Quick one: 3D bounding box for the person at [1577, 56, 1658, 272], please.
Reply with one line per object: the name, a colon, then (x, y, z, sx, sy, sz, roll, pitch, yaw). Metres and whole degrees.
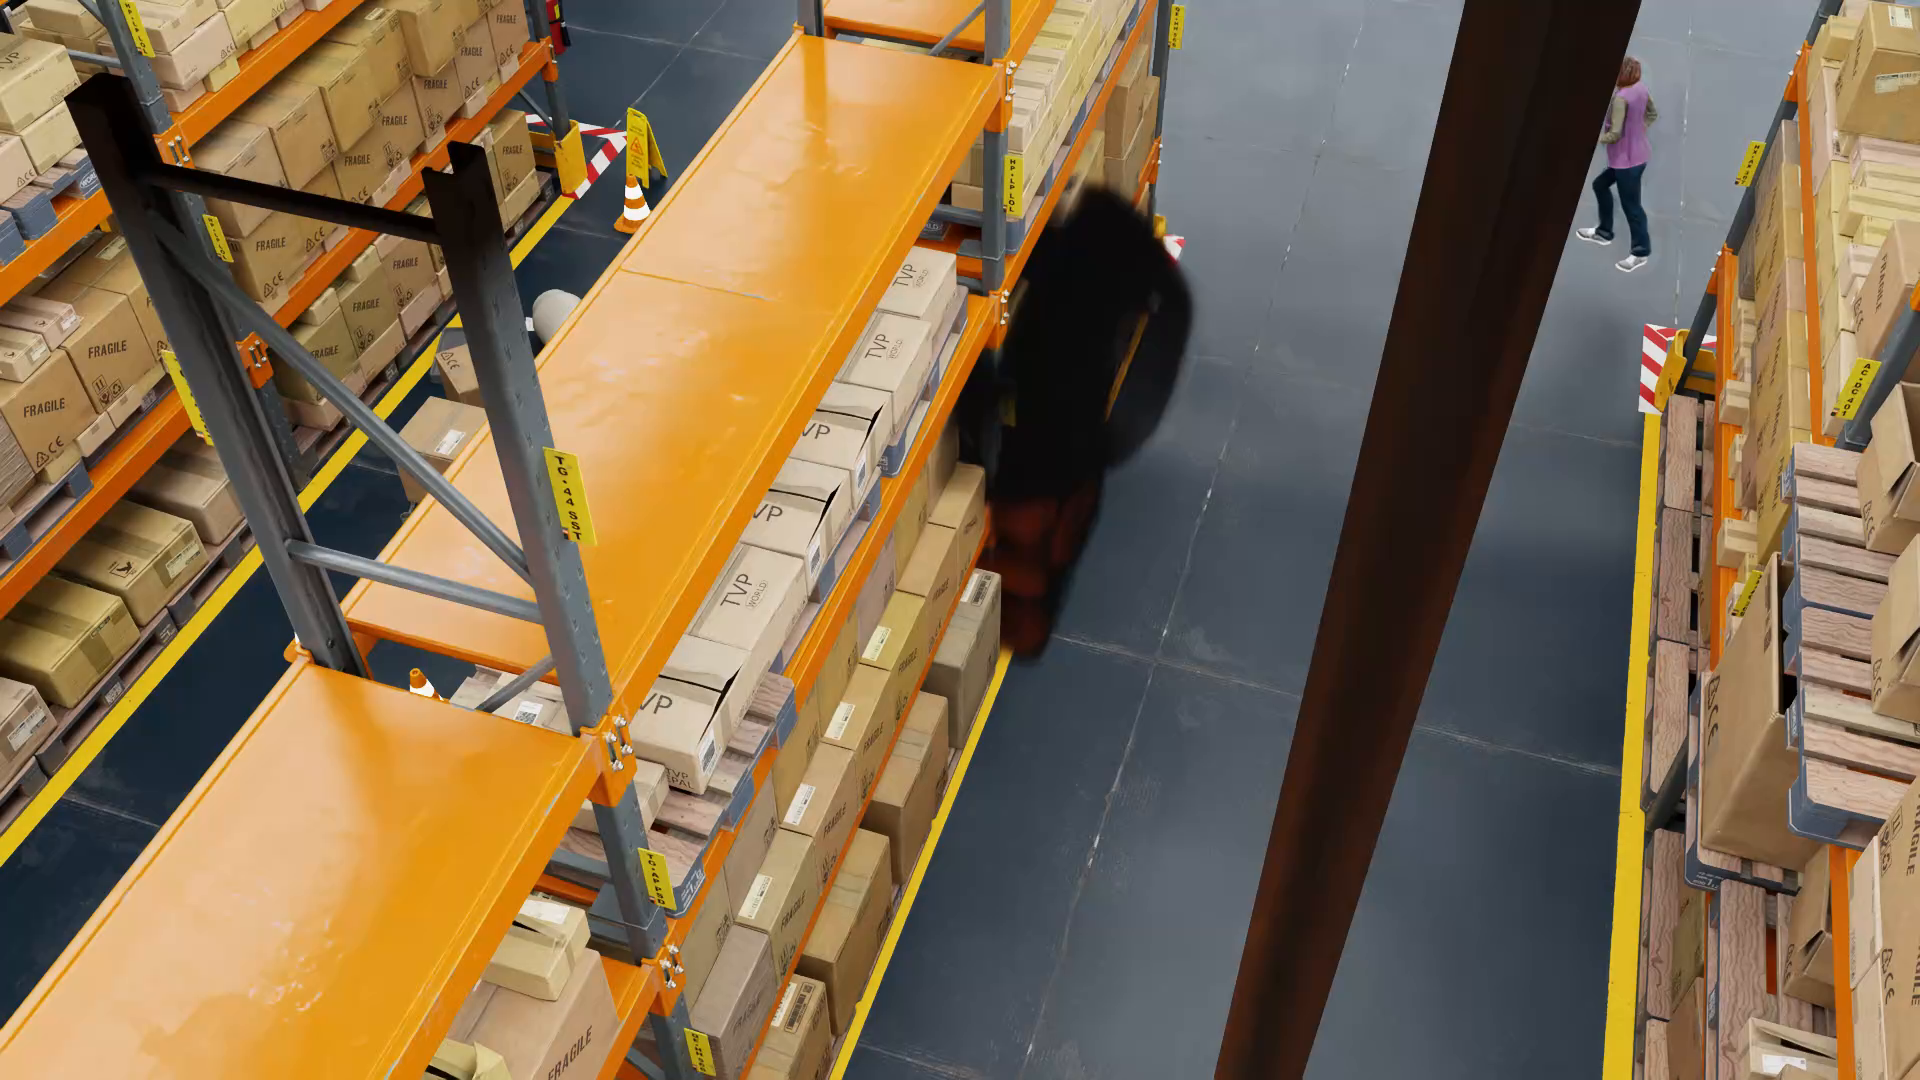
person: (4.971, -2.818, 12.429, 0.795, 1.524, 0.585, 23, 50, 21)
